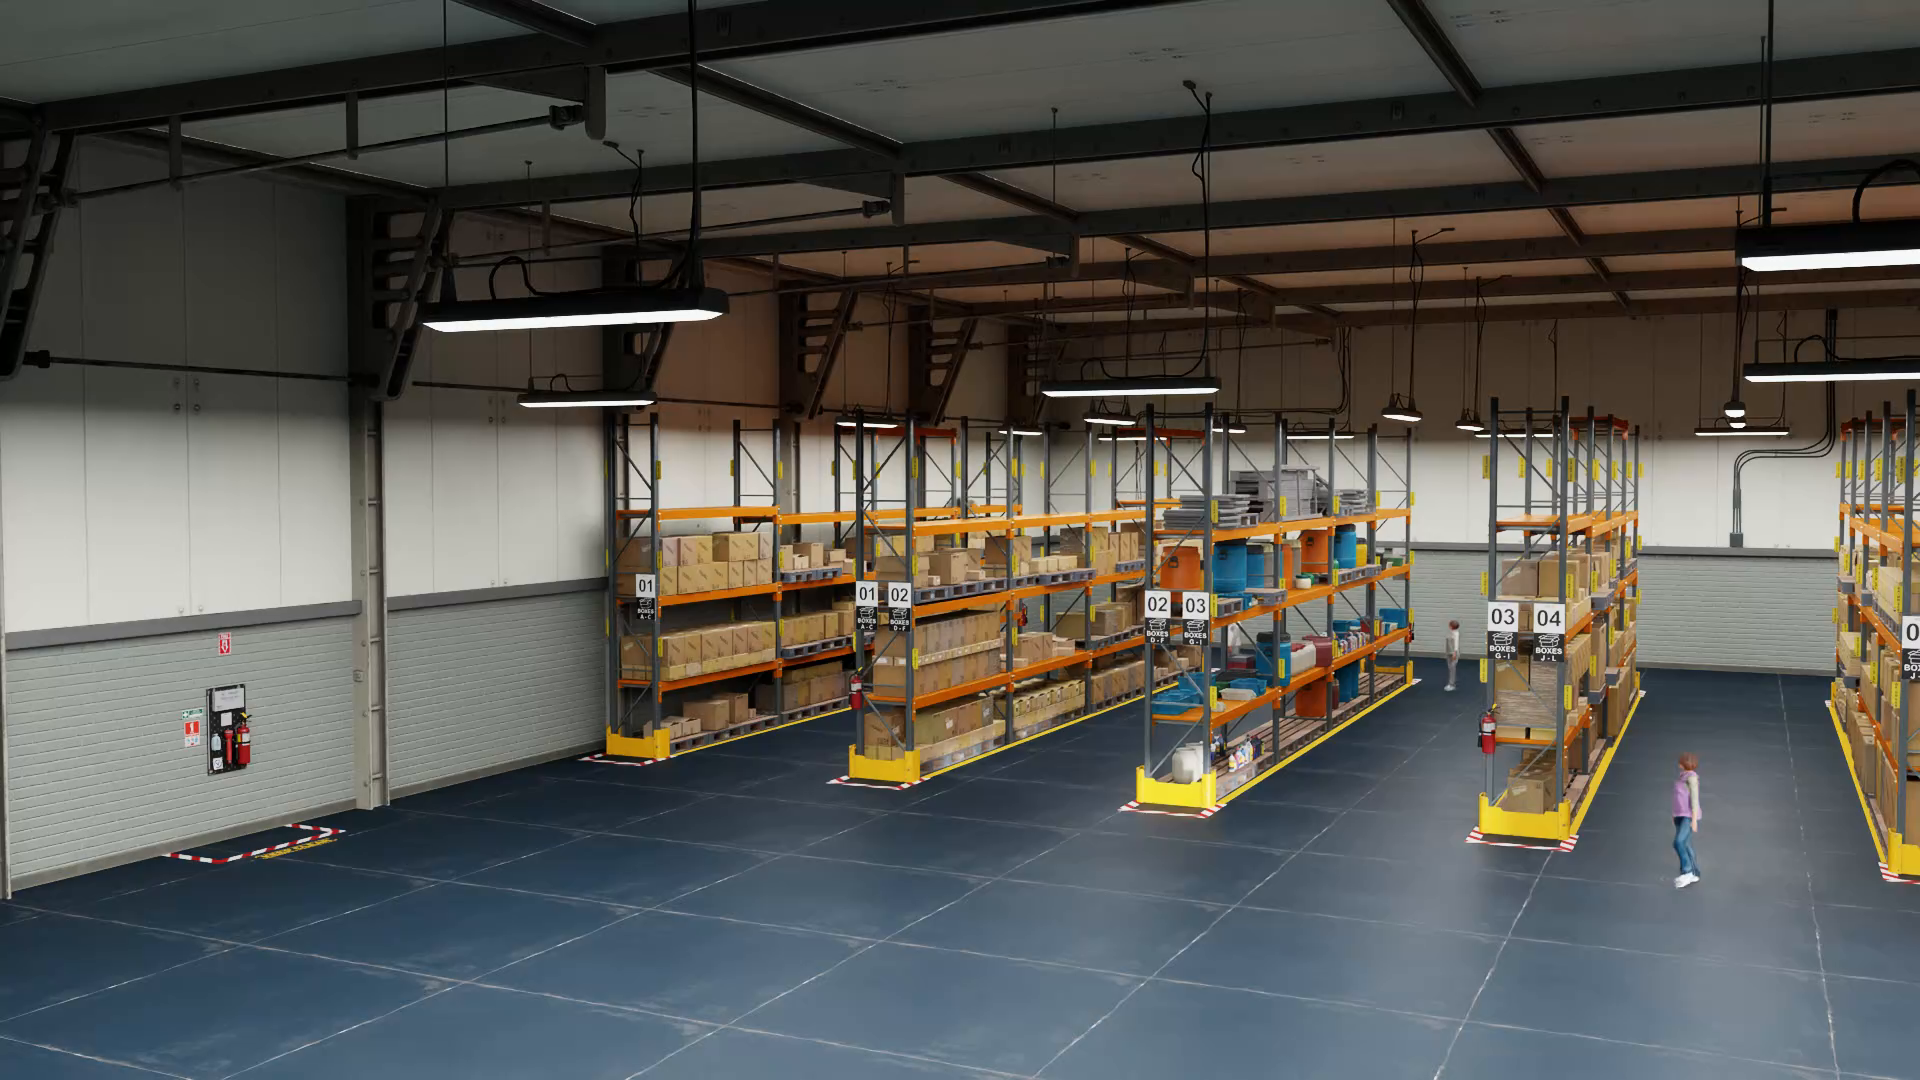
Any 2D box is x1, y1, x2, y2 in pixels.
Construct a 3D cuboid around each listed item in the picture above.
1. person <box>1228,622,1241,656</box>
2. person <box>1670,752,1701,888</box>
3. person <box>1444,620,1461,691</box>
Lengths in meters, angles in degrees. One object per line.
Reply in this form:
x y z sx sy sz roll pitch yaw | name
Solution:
6.373 2.514 38.885 0.408 1.842 0.547 -1 2 -14 | person
8.723 3.354 19.986 0.461 1.623 0.476 -1 2 -12 | person
11.174 2.614 37.938 0.571 1.594 0.438 -1 3 -23 | person
